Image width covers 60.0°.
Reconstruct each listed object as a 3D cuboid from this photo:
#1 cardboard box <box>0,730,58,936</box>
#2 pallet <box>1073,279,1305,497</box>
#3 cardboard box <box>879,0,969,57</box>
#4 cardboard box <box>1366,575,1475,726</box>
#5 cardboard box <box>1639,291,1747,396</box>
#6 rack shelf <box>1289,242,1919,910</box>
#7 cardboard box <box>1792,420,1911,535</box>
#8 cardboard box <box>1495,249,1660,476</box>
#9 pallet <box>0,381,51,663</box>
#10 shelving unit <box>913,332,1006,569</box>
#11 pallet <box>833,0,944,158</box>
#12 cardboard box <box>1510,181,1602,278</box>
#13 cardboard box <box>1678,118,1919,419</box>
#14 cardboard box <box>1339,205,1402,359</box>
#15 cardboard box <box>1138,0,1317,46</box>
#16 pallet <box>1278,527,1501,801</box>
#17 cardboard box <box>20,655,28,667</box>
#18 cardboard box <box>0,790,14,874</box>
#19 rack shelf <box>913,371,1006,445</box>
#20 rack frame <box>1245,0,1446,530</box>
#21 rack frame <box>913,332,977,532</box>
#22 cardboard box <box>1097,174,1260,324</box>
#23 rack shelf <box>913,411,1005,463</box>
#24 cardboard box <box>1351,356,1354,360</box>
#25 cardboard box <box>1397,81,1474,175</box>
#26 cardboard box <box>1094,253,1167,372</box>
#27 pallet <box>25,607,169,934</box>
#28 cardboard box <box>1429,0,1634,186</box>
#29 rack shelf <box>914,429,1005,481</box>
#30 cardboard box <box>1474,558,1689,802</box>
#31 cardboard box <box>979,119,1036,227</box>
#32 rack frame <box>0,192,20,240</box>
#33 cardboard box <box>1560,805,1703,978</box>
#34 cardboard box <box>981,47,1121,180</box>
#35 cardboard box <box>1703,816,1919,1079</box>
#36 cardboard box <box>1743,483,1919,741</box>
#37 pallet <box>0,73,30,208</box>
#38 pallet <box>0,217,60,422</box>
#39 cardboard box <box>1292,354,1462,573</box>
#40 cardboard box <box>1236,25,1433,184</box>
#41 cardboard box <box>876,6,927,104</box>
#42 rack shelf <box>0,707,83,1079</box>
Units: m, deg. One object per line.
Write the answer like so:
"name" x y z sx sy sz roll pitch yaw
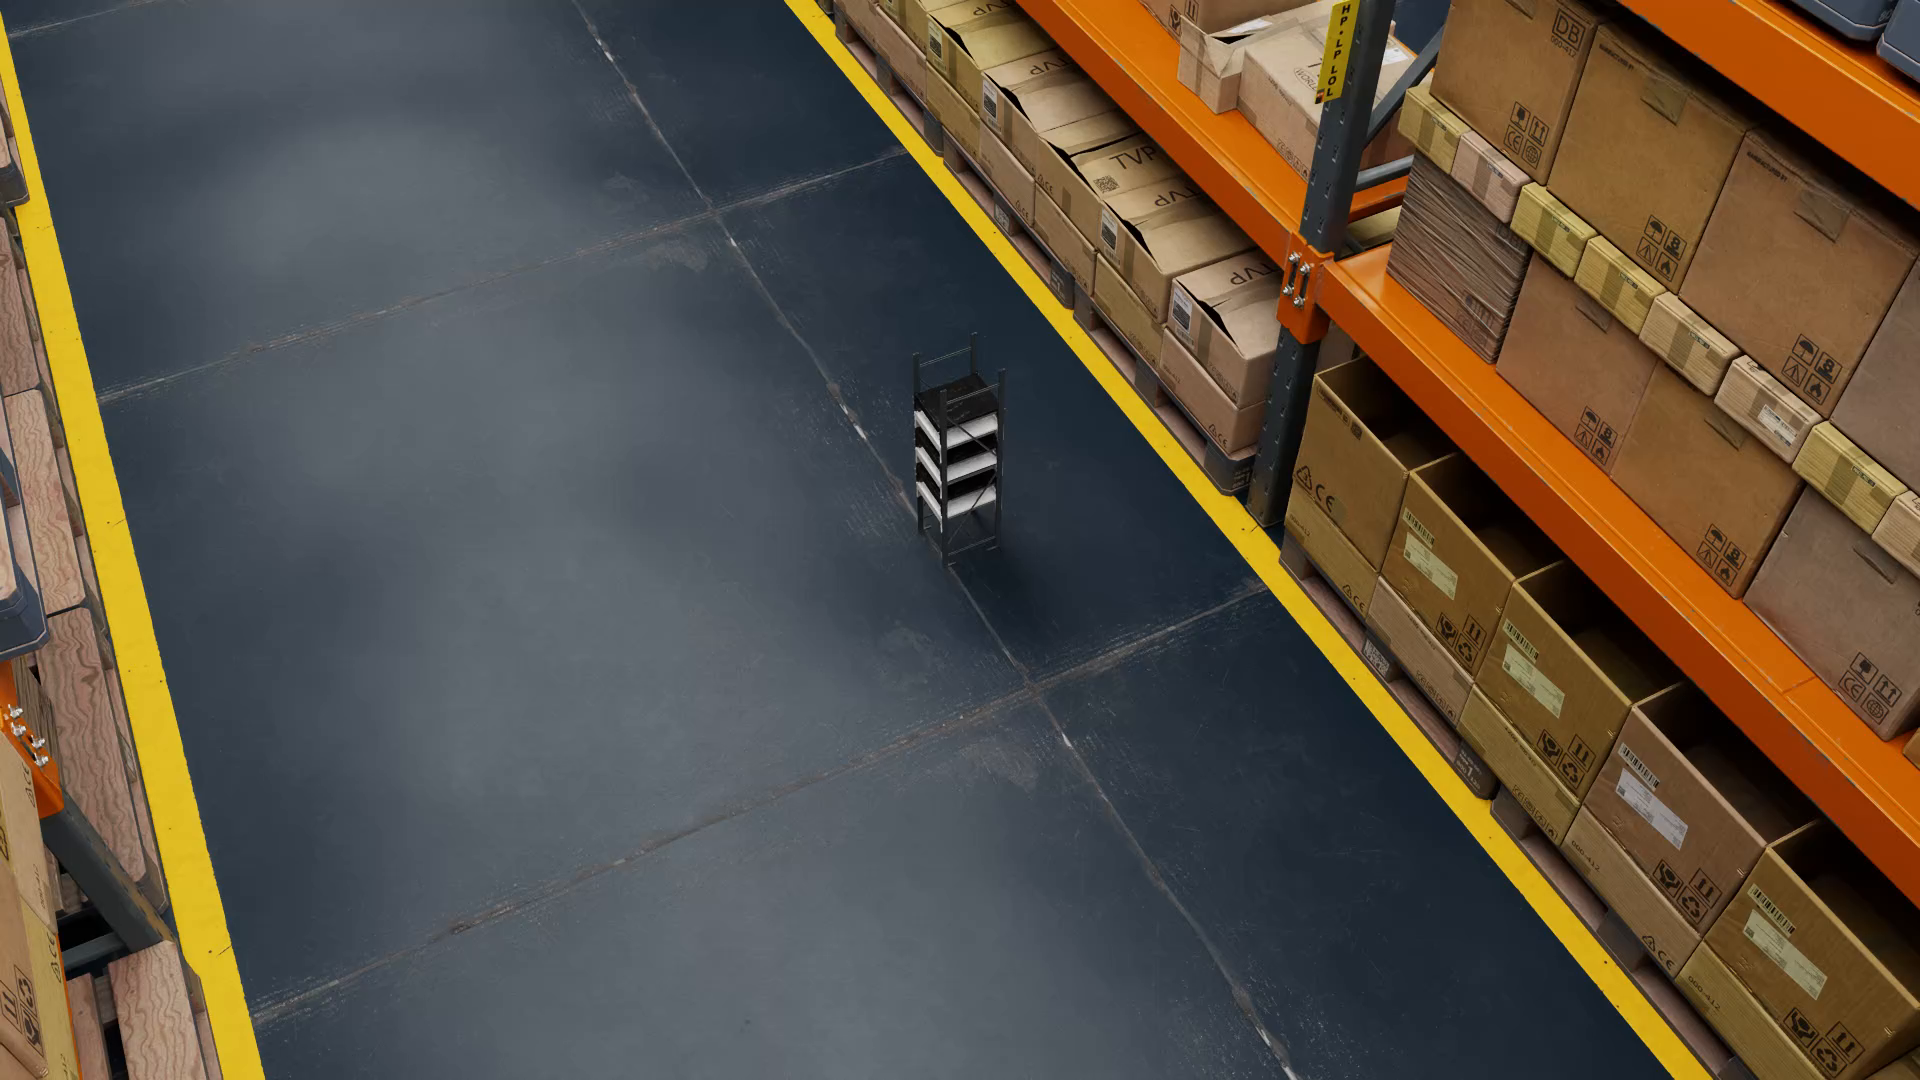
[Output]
"cardboard box" -2.356 0.726 3.709 0.500 0.250 0.500 -21 52 -17
"pallet" 1.189 -0.800 6.810 1.003 0.211 1.213 -21 52 -18
"cardboard box" -0.043 -2.533 7.648 0.500 0.311 0.500 -22 52 -18
"cardboard box" 1.728 0.280 5.560 0.500 0.250 0.500 -21 52 -18
"cardboard box" 1.980 -0.555 4.245 0.380 0.149 0.250 -23 53 -19
"rack shelf" 2.476 0.337 4.441 1.077 0.370 4.000 -21 52 -18
"cardboard box" 2.224 -0.203 3.937 0.380 0.149 0.250 -22 52 -18
"cardboard box" 2.017 -0.626 4.738 0.700 0.500 0.500 -22 52 -18
"pallet" -3.063 -0.028 4.409 1.003 0.211 1.213 -21 52 -18
"shelving unit" -0.004 -0.302 5.916 0.258 0.900 0.210 -21 52 -18
"pallet" 0.072 -2.433 8.238 1.003 0.211 1.213 -21 52 -18
"cardboard box" 1.746 -0.898 4.546 0.380 0.149 0.250 -22 53 -18
"cardboard box" 2.230 -0.731 3.968 0.700 0.500 0.500 -21 52 -18
"cardboard box" 1.593 -1.019 6.323 0.500 0.311 0.500 -21 52 -17
"cardboard box" 0.983 -2.144 6.066 0.500 0.500 0.500 -18 51 -15
"pallet" 1.887 0.226 5.912 1.003 0.211 1.213 -21 52 -18
"cardboard box" -3.475 0.333 5.335 0.700 0.500 0.500 -22 52 -18
"cardboard box" -2.351 0.476 3.429 0.500 0.500 0.500 -21 52 -18
"rack shelf" -0.004 -0.458 5.738 0.258 0.077 0.200 -21 52 -18
"rack frame" 1.561 -1.239 5.341 1.000 3.000 0.127 -21 52 -18
"rack frame" -0.050 -0.370 5.976 0.240 0.900 0.006 -21 52 -18
"cardboard box" 0.877 -1.175 6.460 0.500 0.311 0.500 -20 52 -17
"rack shelf" -0.004 -0.398 5.806 0.258 0.077 0.200 -21 52 -18
"cardboard box" 1.597 -0.827 6.528 0.500 0.250 0.500 -22 52 -18
"cardboard box" 1.512 -1.239 4.843 0.380 0.149 0.250 -21 52 -18
"cardboard box" 0.883 -0.989 6.670 0.500 0.250 0.500 -22 52 -18
"pallet" -3.200 0.868 5.351 1.003 0.211 1.213 -21 52 -18
"cardboard box" 1.769 -1.404 4.557 0.700 0.500 0.500 -21 52 -17
"rack shelf" -0.004 -0.339 5.873 0.258 0.077 0.200 -21 52 -18
"cardboard box" 1.952 0.369 4.984 0.500 0.500 0.500 -21 52 -18
"cardboard box" 0.417 -1.672 7.267 0.500 0.250 0.500 -20 52 -17
"rack frame" -4.673 -2.207 6.188 1.000 3.000 0.127 -21 52 -18
"cardboard box" 2.186 0.949 4.975 0.500 0.250 0.500 -21 52 -18
"cardboard box" 0.424 -1.847 7.048 0.500 0.311 0.500 -22 52 -18
"cardboard box" 2.411 1.038 4.399 0.500 0.500 0.500 -21 52 -18
"cardboard box" 2.478 0.054 4.144 0.700 0.500 0.500 -20 52 -16
"pallet" -4.966 -1.843 7.721 1.003 0.211 1.213 -21 52 -18
"pallet" -4.316 -0.765 6.779 1.003 0.211 1.213 -21 52 -18
"cardboard box" 1.495 -0.300 5.569 0.500 0.500 0.500 -21 52 -18
"cardboard box" 1.297 -1.504 5.672 0.500 0.250 0.500 -18 51 -15
"cardboard box" -0.060 -2.361 7.870 0.500 0.250 0.500 -23 53 -19
"rack shelf" -1.927 2.046 2.946 1.077 0.370 4.000 -21 52 -18
